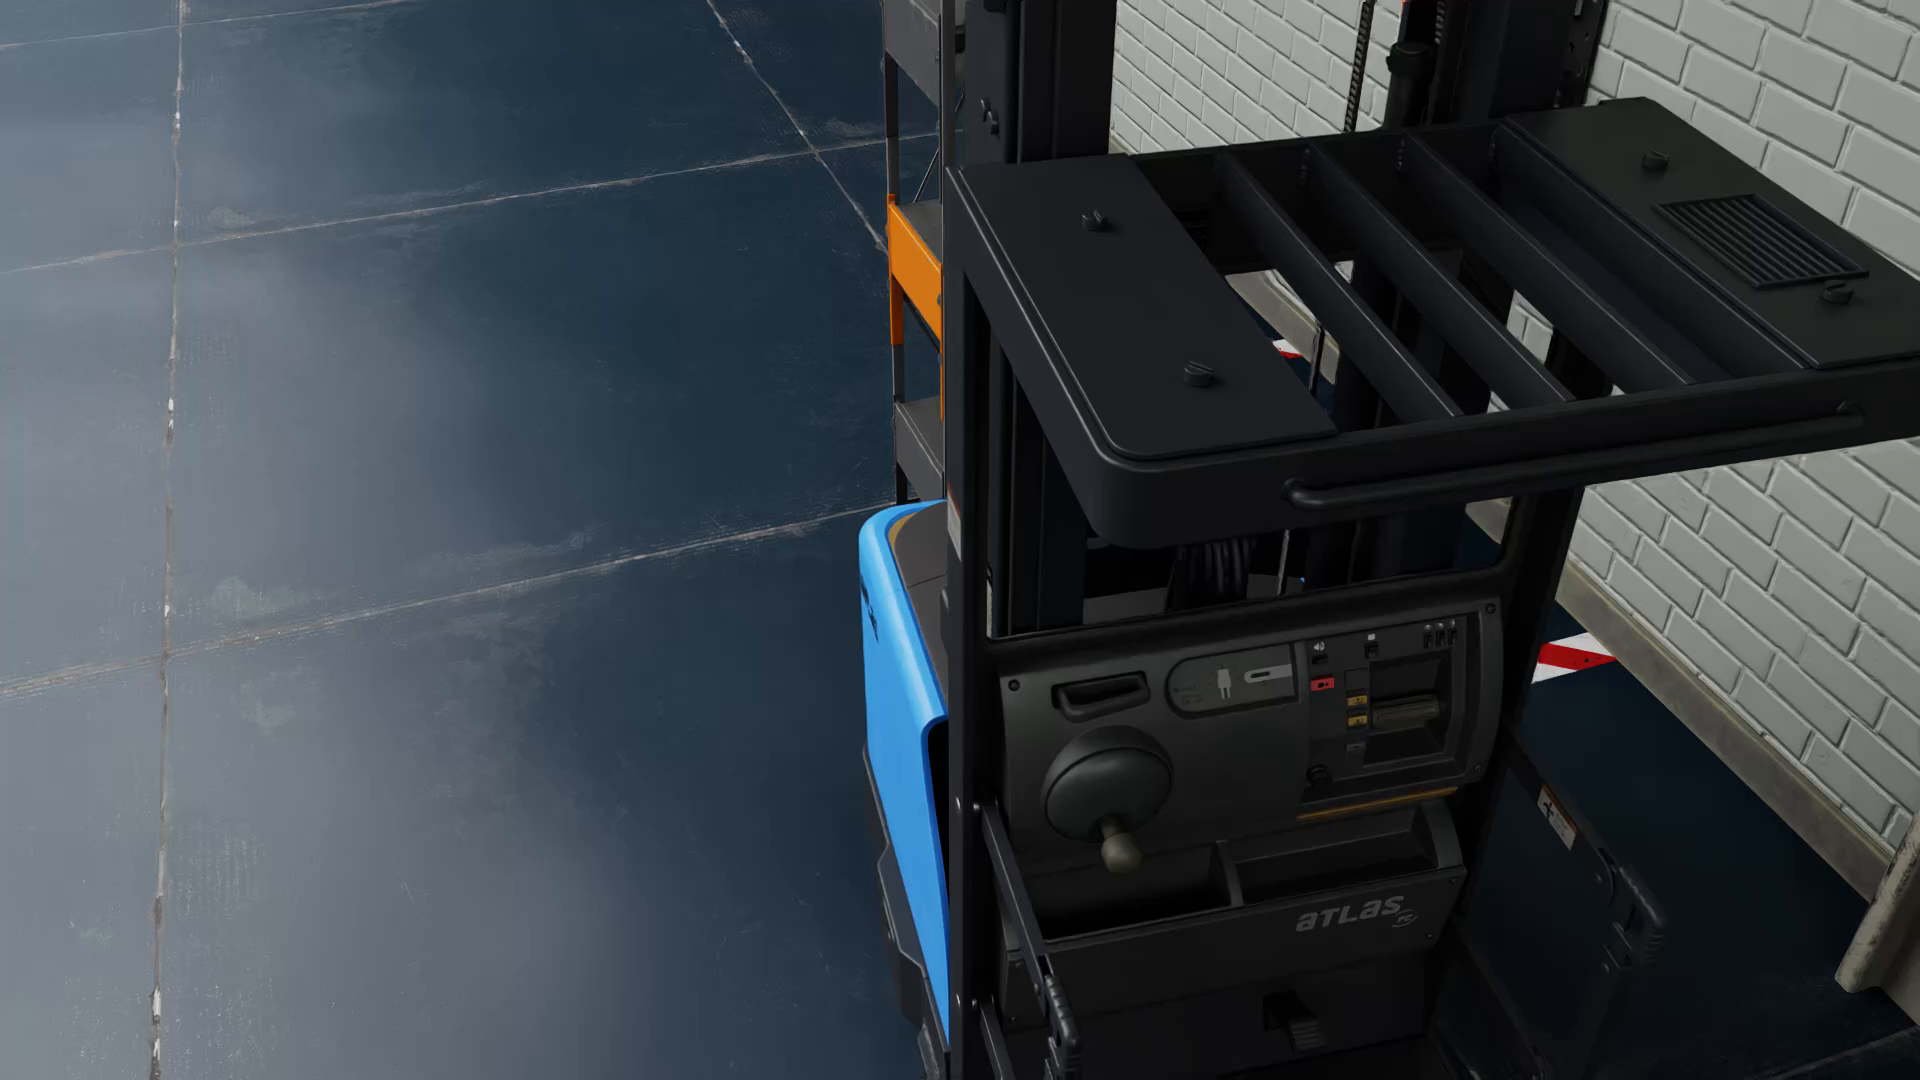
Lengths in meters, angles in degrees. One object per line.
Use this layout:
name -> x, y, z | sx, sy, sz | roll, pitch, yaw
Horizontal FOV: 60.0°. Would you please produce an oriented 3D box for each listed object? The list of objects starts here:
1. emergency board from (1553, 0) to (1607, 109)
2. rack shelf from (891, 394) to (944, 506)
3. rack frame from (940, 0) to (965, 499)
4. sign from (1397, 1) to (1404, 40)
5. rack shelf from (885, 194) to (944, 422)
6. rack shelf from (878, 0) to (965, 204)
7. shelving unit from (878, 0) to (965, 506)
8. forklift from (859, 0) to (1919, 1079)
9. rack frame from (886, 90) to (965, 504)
emergency board -> 1.636, -1.403, 5.119 | 0.194, 1.169, 0.643 | -12, 39, -16
rack shelf -> 0.057, -0.175, 5.423 | 0.431, 0.518, 0.480 | -12, 39, -16
rack frame -> 0.141, -0.607, 4.811 | 0.400, 2.100, 0.015 | -12, 39, -16
sign -> 1.542, -1.751, 5.551 | 0.001, 0.329, 0.234 | -12, 39, -16
rack shelf -> 0.057, -0.734, 5.002 | 0.431, 0.518, 0.480 | -12, 39, -16
rack shelf -> 0.057, -1.293, 4.581 | 0.431, 0.518, 0.480 | -12, 39, -16
shelving unit -> 0.057, -0.745, 4.994 | 0.431, 2.100, 0.503 | -12, 39, -16
forklift -> 0.577, 0.406, 2.774 | 1.130, 2.935, 3.031 | -8, 38, -11
rack frame -> -0.027, -0.883, 5.177 | 0.400, 2.100, 0.015 | -12, 39, -16
